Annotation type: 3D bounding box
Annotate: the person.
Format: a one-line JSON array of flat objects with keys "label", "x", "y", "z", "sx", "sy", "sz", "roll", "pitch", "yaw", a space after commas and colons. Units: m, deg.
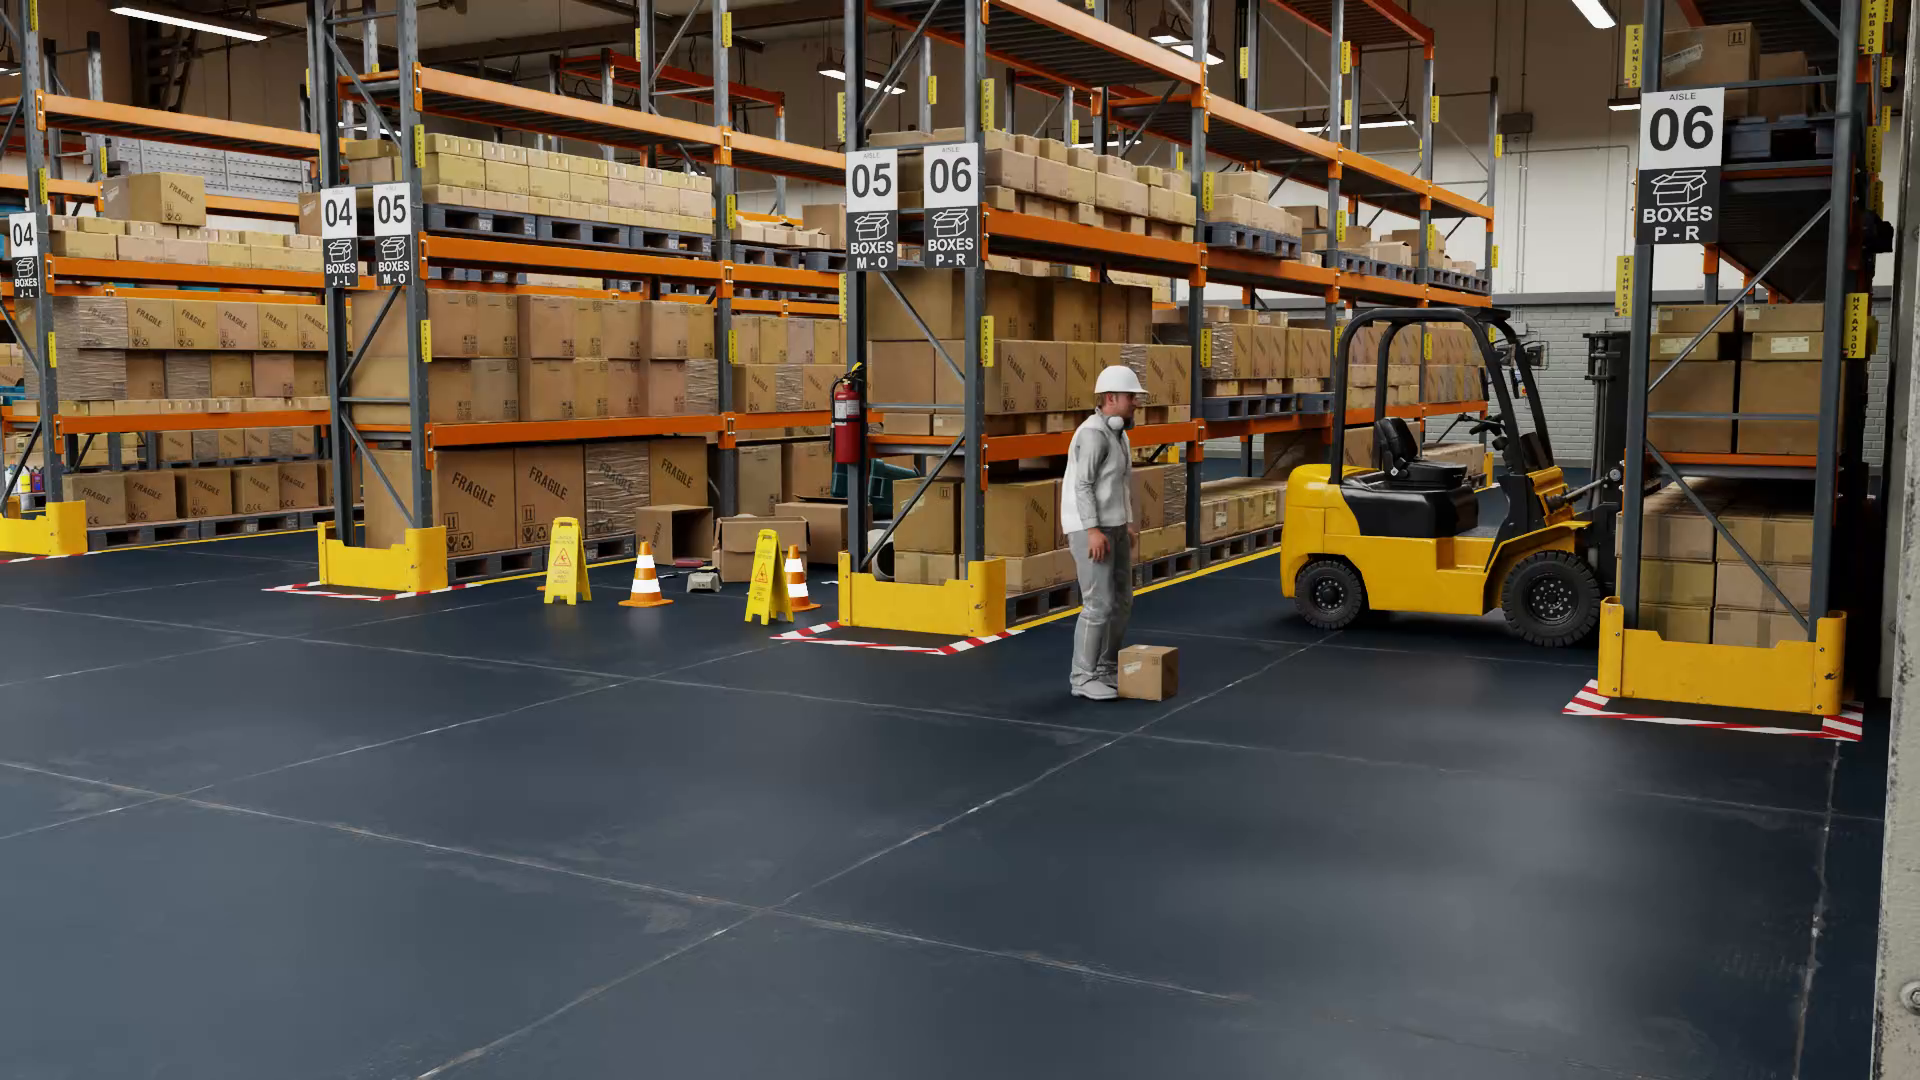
[{"label": "person", "x": 0.788, "y": -0.056, "z": 9.029, "sx": 0.457, "sy": 1.773, "sz": 0.593, "roll": 3, "pitch": 7, "yaw": 26}]
